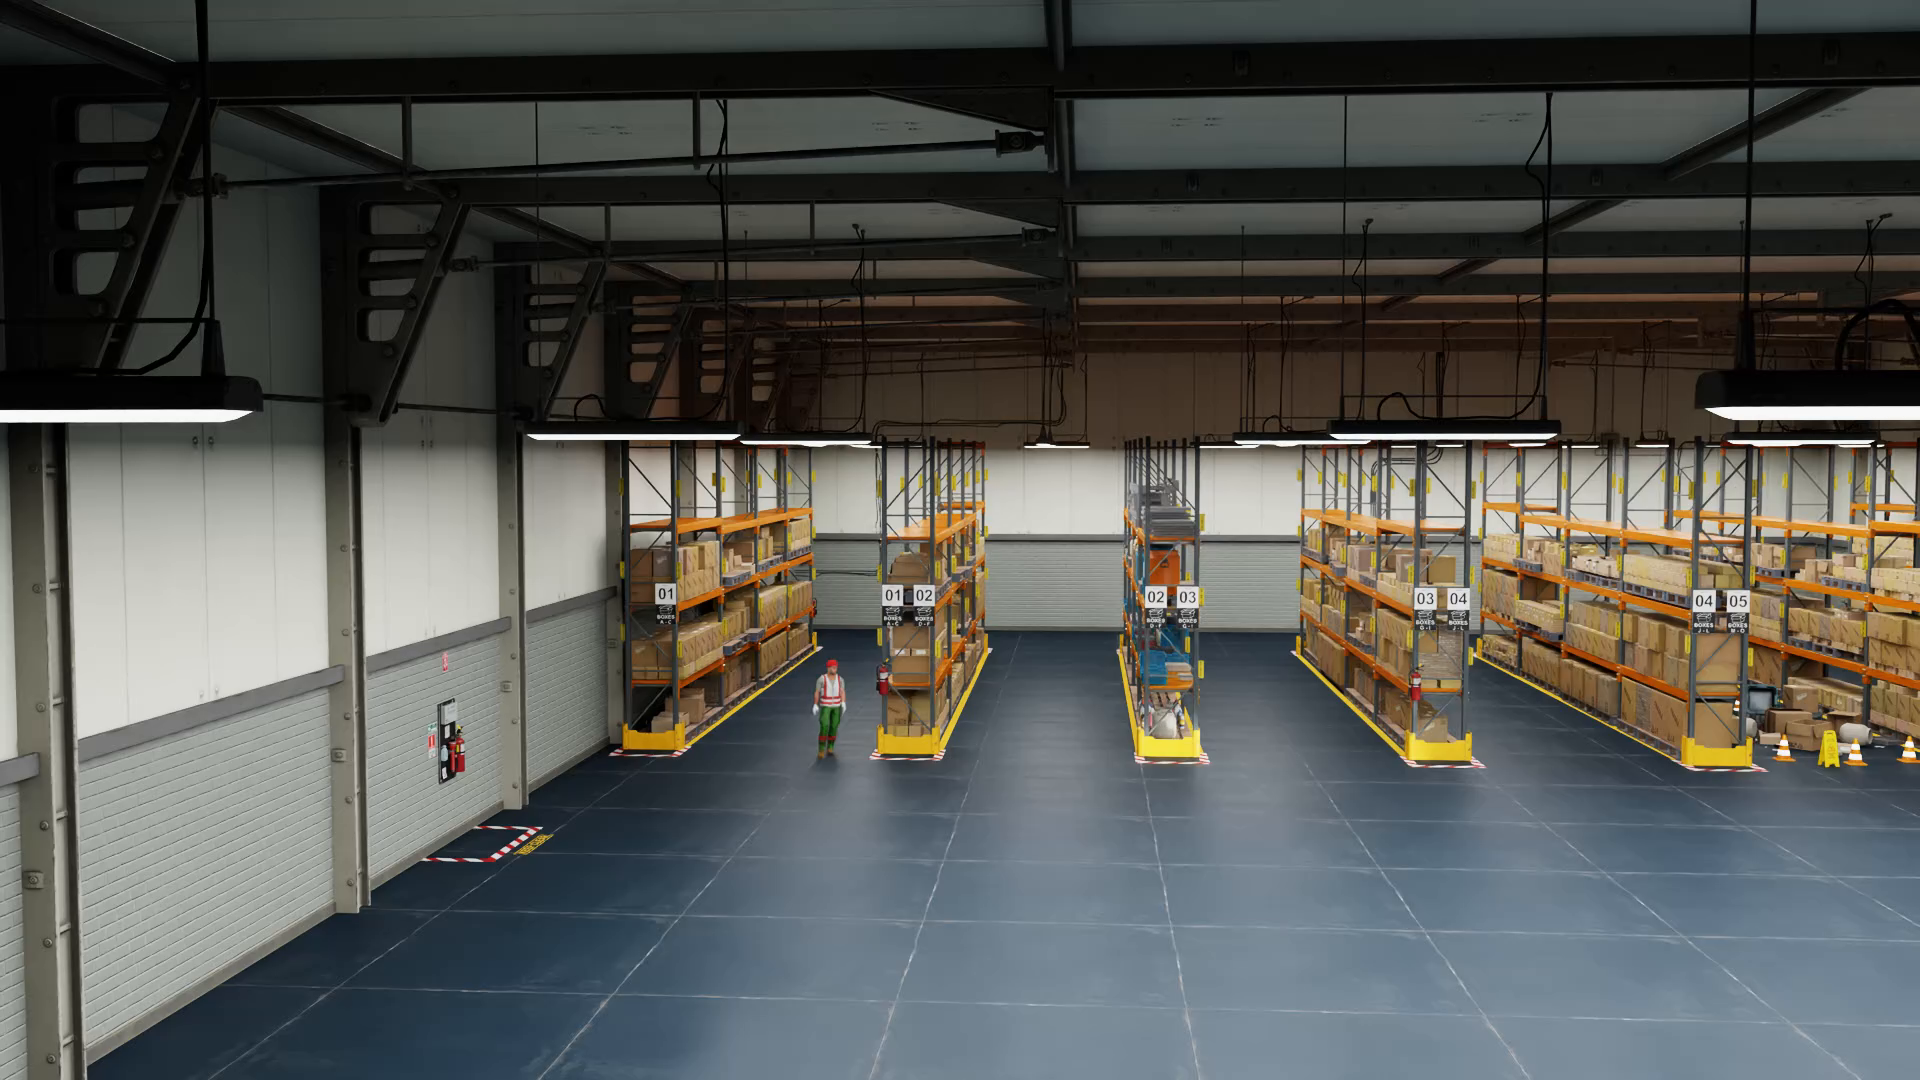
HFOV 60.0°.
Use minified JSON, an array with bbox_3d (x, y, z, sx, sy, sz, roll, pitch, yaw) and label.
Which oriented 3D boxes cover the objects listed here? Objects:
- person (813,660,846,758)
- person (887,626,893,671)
[{"bbox_3d":[-2.439,3.145,31.129,0.681,1.773,0.660,-1,3,-25],"label":"person"},{"bbox_3d":[-1.667,2.587,43.542,0.571,1.647,0.572,0,3,-4],"label":"person"}]
